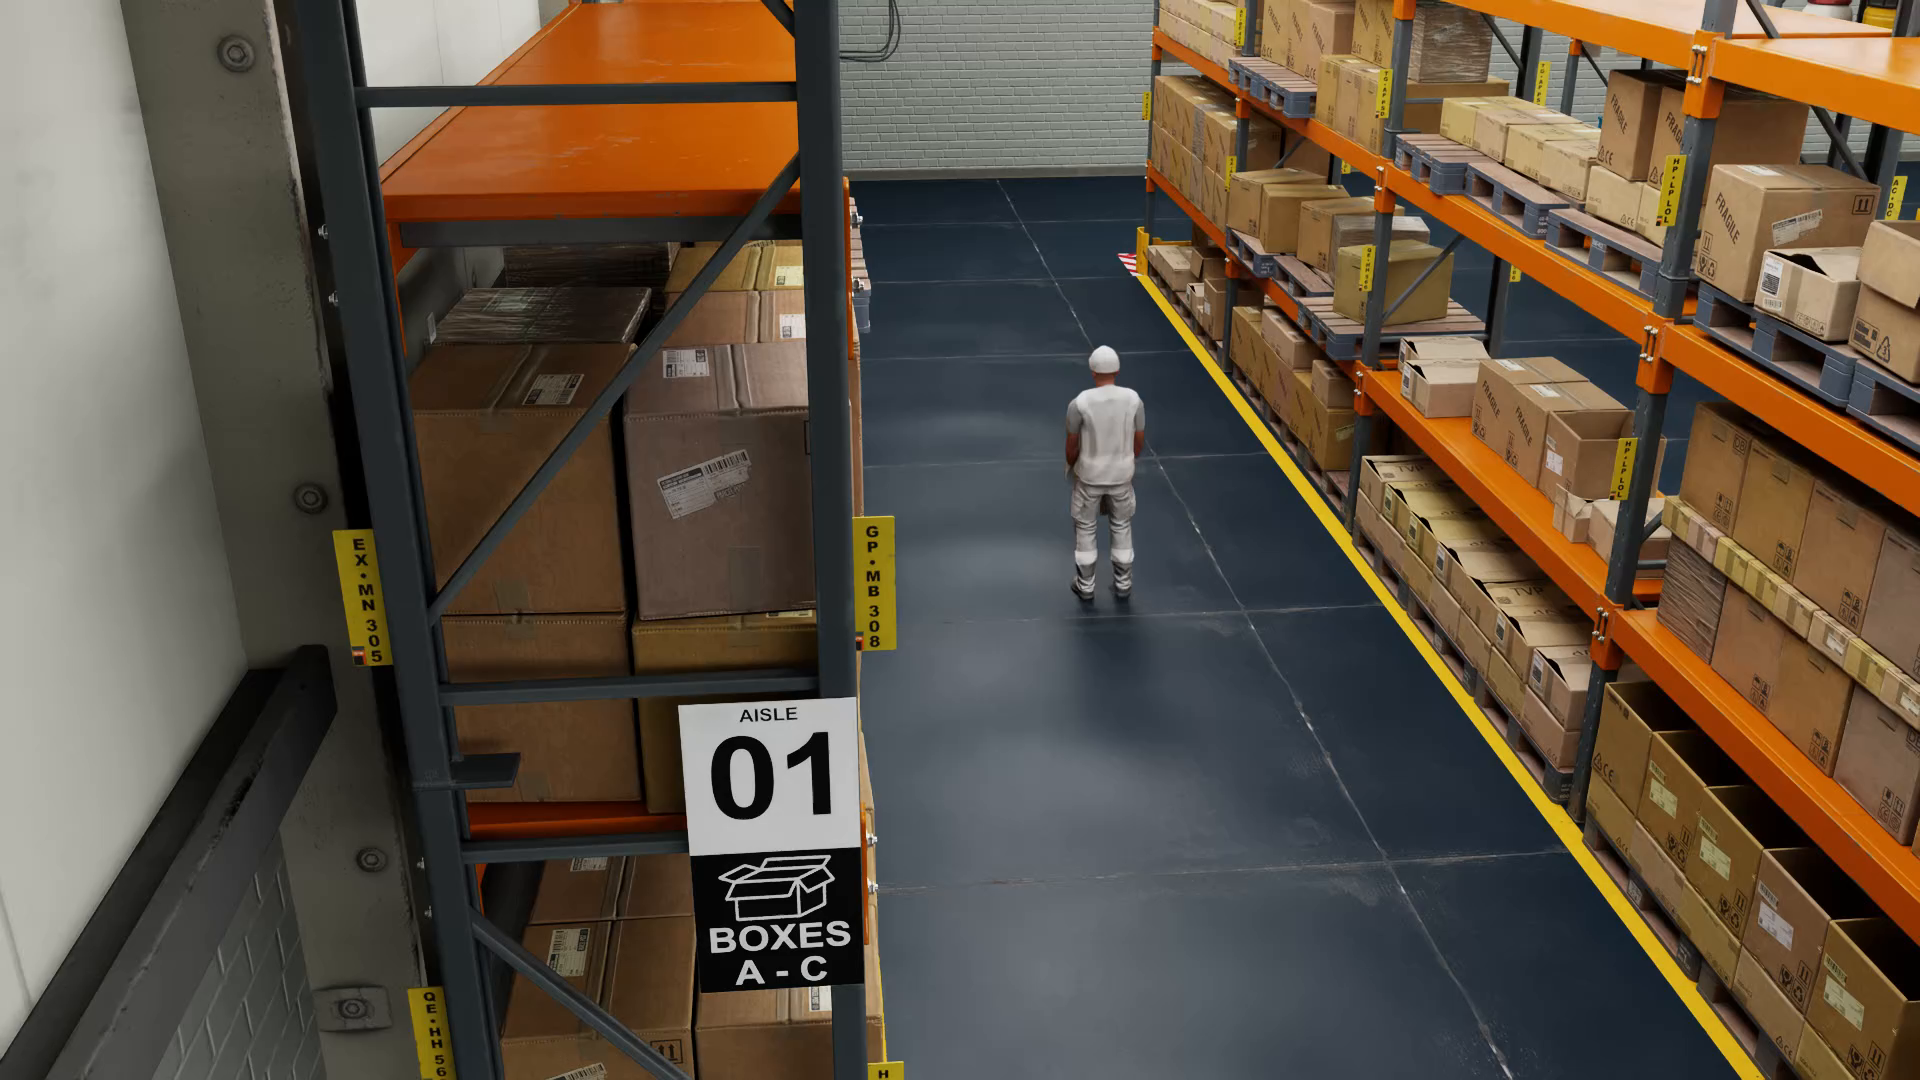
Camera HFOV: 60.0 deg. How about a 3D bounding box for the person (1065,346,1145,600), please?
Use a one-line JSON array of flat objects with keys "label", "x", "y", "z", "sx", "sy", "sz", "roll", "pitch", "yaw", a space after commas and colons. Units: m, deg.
[{"label": "person", "x": 0.973, "y": -0.447, "z": 11.329, "sx": 0.544, "sy": 1.788, "sz": 0.414, "roll": -3, "pitch": 24, "yaw": -6}]
